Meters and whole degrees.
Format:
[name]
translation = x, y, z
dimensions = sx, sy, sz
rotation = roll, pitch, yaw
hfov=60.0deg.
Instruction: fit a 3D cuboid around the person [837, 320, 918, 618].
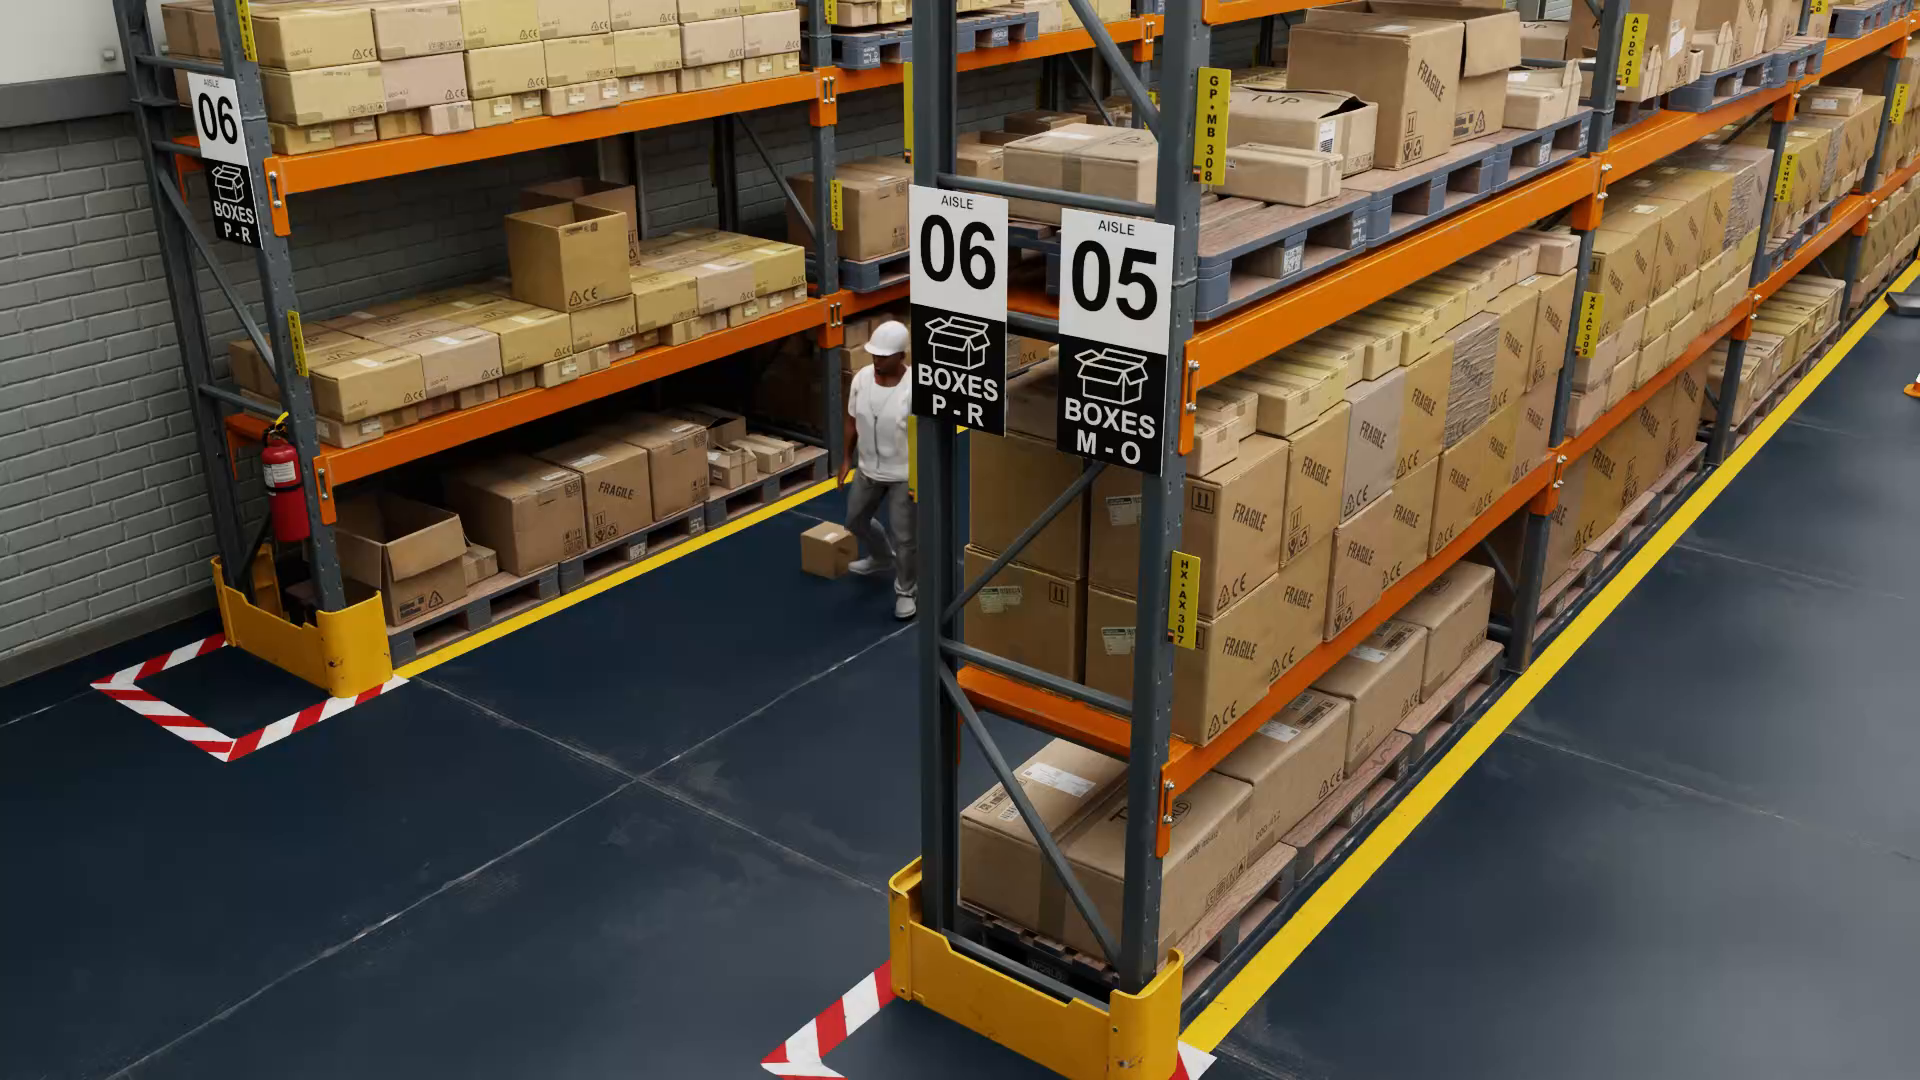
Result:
[person]
translation = -0.433, -0.444, 9.579
dimensions = 0.746, 1.759, 0.528
rotation = 14, 27, 29
